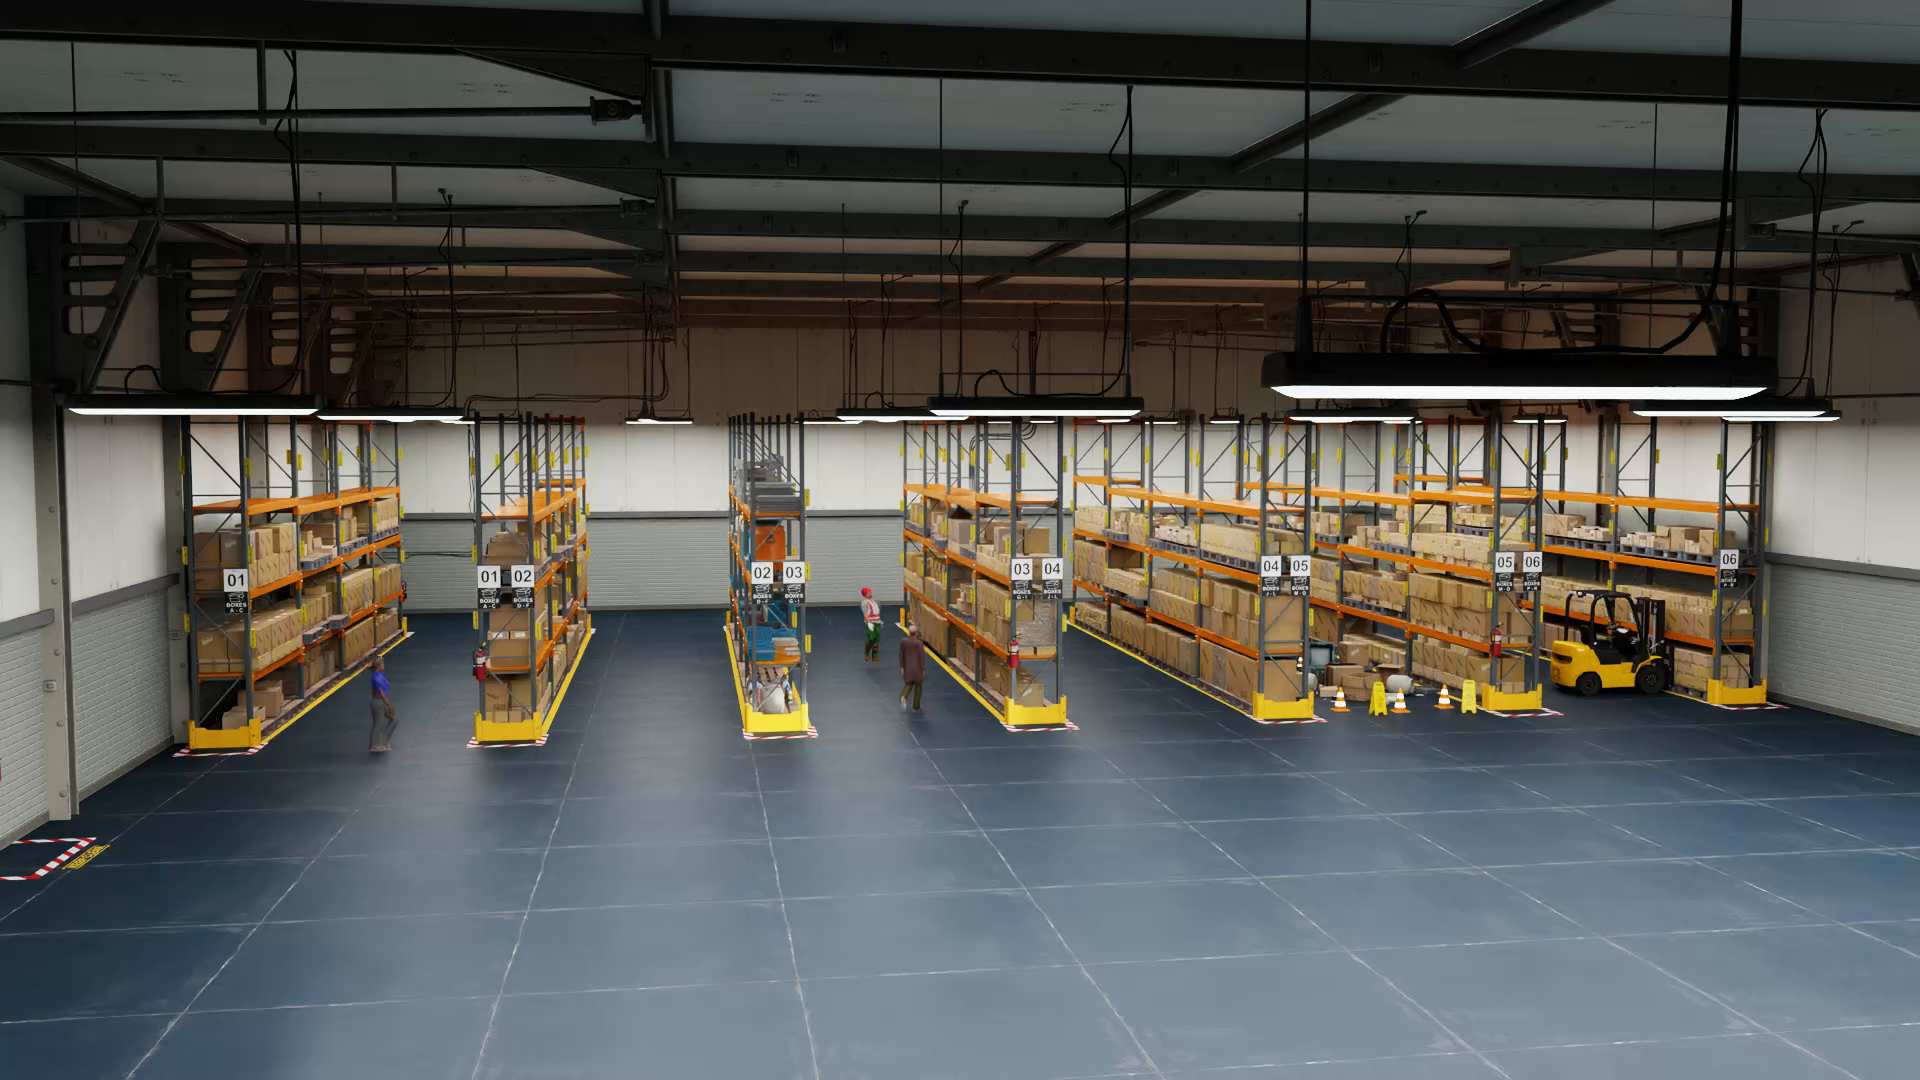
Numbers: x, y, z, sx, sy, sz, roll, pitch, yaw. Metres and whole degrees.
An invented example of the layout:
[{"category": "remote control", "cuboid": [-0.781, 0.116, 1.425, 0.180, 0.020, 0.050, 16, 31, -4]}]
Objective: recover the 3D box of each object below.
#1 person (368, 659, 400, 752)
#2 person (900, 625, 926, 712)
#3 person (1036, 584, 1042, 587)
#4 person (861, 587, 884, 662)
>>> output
[{"category": "person", "cuboid": [-10.150, 2.913, 29.201, 0.495, 1.681, 0.446, 0, 4, 0]}, {"category": "person", "cuboid": [-0.957, 2.668, 33.159, 0.588, 1.573, 0.779, 2, 4, 23]}, {"category": "person", "cuboid": [2.182, 1.557, 48.698, 0.551, 1.683, 0.706, 2, 4, 30]}, {"category": "person", "cuboid": [-2.058, 1.999, 39.469, 0.615, 1.769, 0.522, -4, 5, -44]}]
